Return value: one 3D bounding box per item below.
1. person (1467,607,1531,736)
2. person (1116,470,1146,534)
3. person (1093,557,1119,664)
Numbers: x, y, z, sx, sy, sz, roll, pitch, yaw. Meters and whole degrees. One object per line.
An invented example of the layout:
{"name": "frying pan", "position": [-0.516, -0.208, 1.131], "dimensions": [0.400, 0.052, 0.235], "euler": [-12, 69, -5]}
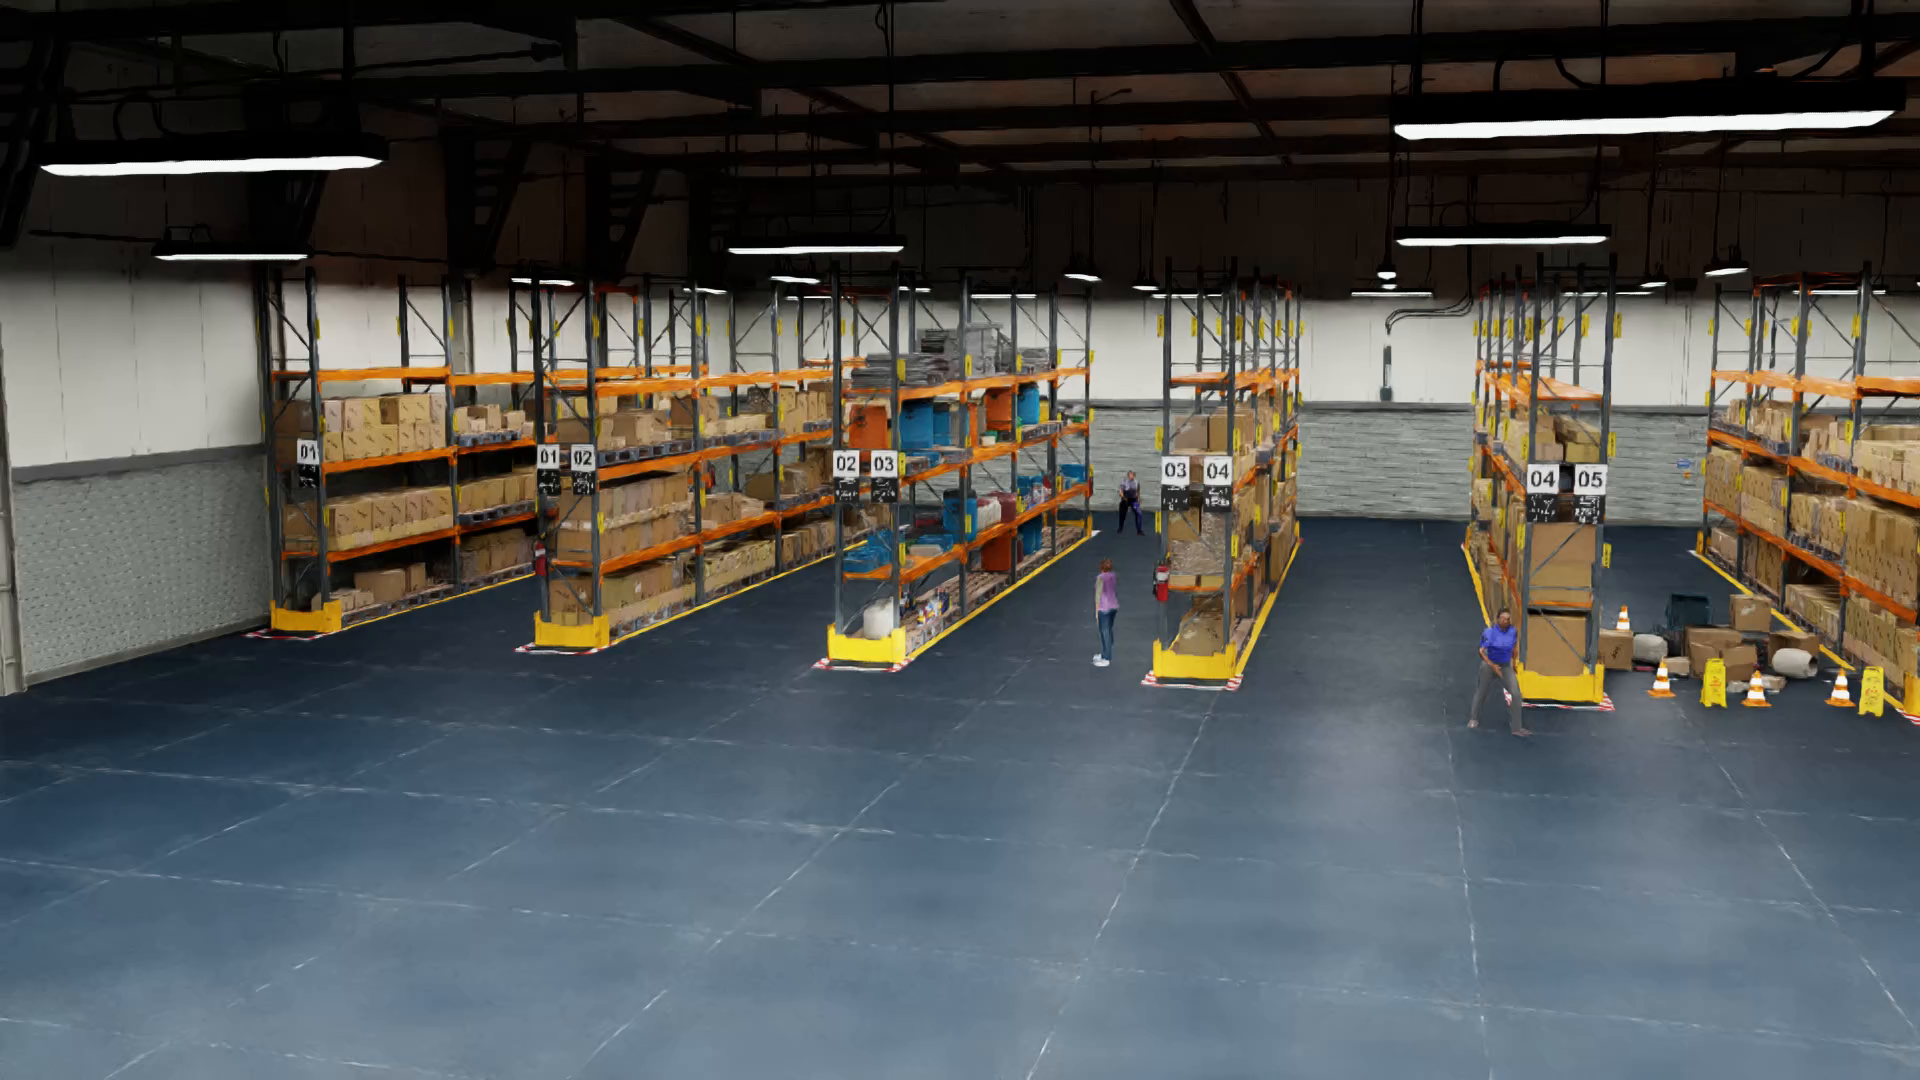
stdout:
{"name": "person", "position": [6.692, 1.648, 20.659], "dimensions": [0.613, 1.487, 0.822], "euler": [0, 7, -2]}
{"name": "person", "position": [4.171, -0.950, 40.706], "dimensions": [0.646, 1.579, 0.820], "euler": [-1, 7, -5]}
{"name": "person", "position": [2.158, 1.047, 24.917], "dimensions": [0.467, 1.599, 0.450], "euler": [-7, 10, -44]}
